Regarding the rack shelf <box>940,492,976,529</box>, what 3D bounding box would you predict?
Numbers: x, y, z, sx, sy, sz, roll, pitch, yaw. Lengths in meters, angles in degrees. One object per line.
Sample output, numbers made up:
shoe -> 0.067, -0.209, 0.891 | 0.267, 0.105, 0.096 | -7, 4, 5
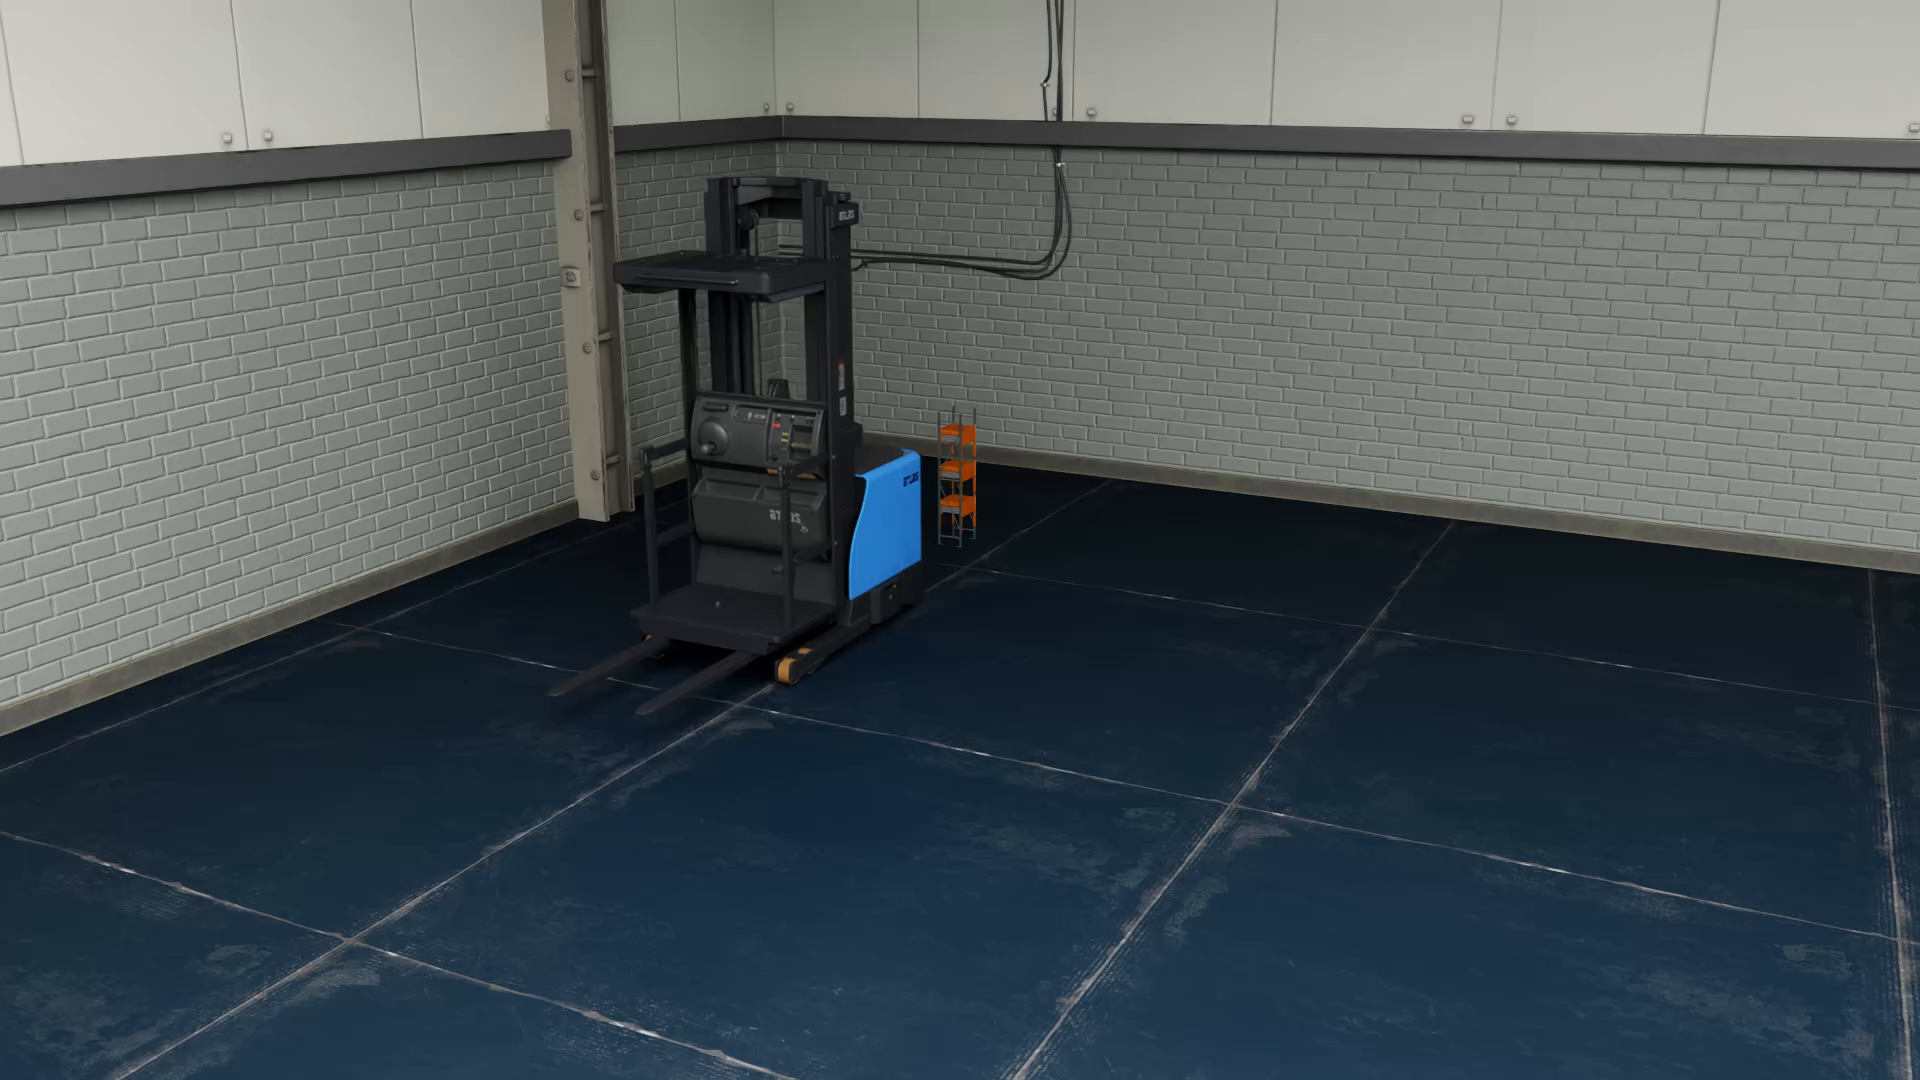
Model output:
rack shelf -> -0.024, -0.213, 12.911 | 0.215, 0.259, 0.240 | 8, 18, 25

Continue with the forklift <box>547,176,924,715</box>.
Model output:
forklift -> -1.354, -0.670, 10.134 | 1.130, 2.935, 3.031 | 8, 18, 25

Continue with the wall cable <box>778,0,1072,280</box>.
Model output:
wall cable -> -0.429, -3.625, 14.879 | 3.097, 2.526, 0.112 | 8, 18, 25

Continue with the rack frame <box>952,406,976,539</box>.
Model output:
rack frame -> 0.031, -0.521, 12.934 | 0.200, 1.050, 0.008 | 8, 18, 25

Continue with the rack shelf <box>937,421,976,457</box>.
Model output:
rack shelf -> -0.024, -0.752, 12.751 | 0.215, 0.259, 0.240 | 8, 18, 25

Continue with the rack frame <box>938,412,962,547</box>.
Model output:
rack frame -> -0.078, -0.459, 12.724 | 0.200, 1.050, 0.008 | 8, 18, 25

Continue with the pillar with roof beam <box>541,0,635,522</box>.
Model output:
pillar with roof beam -> 0.923, -3.984, 10.633 | 9.100, 9.000, 0.400 | 8, 18, 25

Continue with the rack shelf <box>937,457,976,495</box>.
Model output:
rack shelf -> -0.024, -0.479, 12.832 | 0.215, 0.259, 0.240 | 8, 18, 25

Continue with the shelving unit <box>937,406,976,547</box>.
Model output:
shelving unit -> -0.024, -0.490, 12.829 | 0.215, 1.050, 0.252 | 8, 18, 25
